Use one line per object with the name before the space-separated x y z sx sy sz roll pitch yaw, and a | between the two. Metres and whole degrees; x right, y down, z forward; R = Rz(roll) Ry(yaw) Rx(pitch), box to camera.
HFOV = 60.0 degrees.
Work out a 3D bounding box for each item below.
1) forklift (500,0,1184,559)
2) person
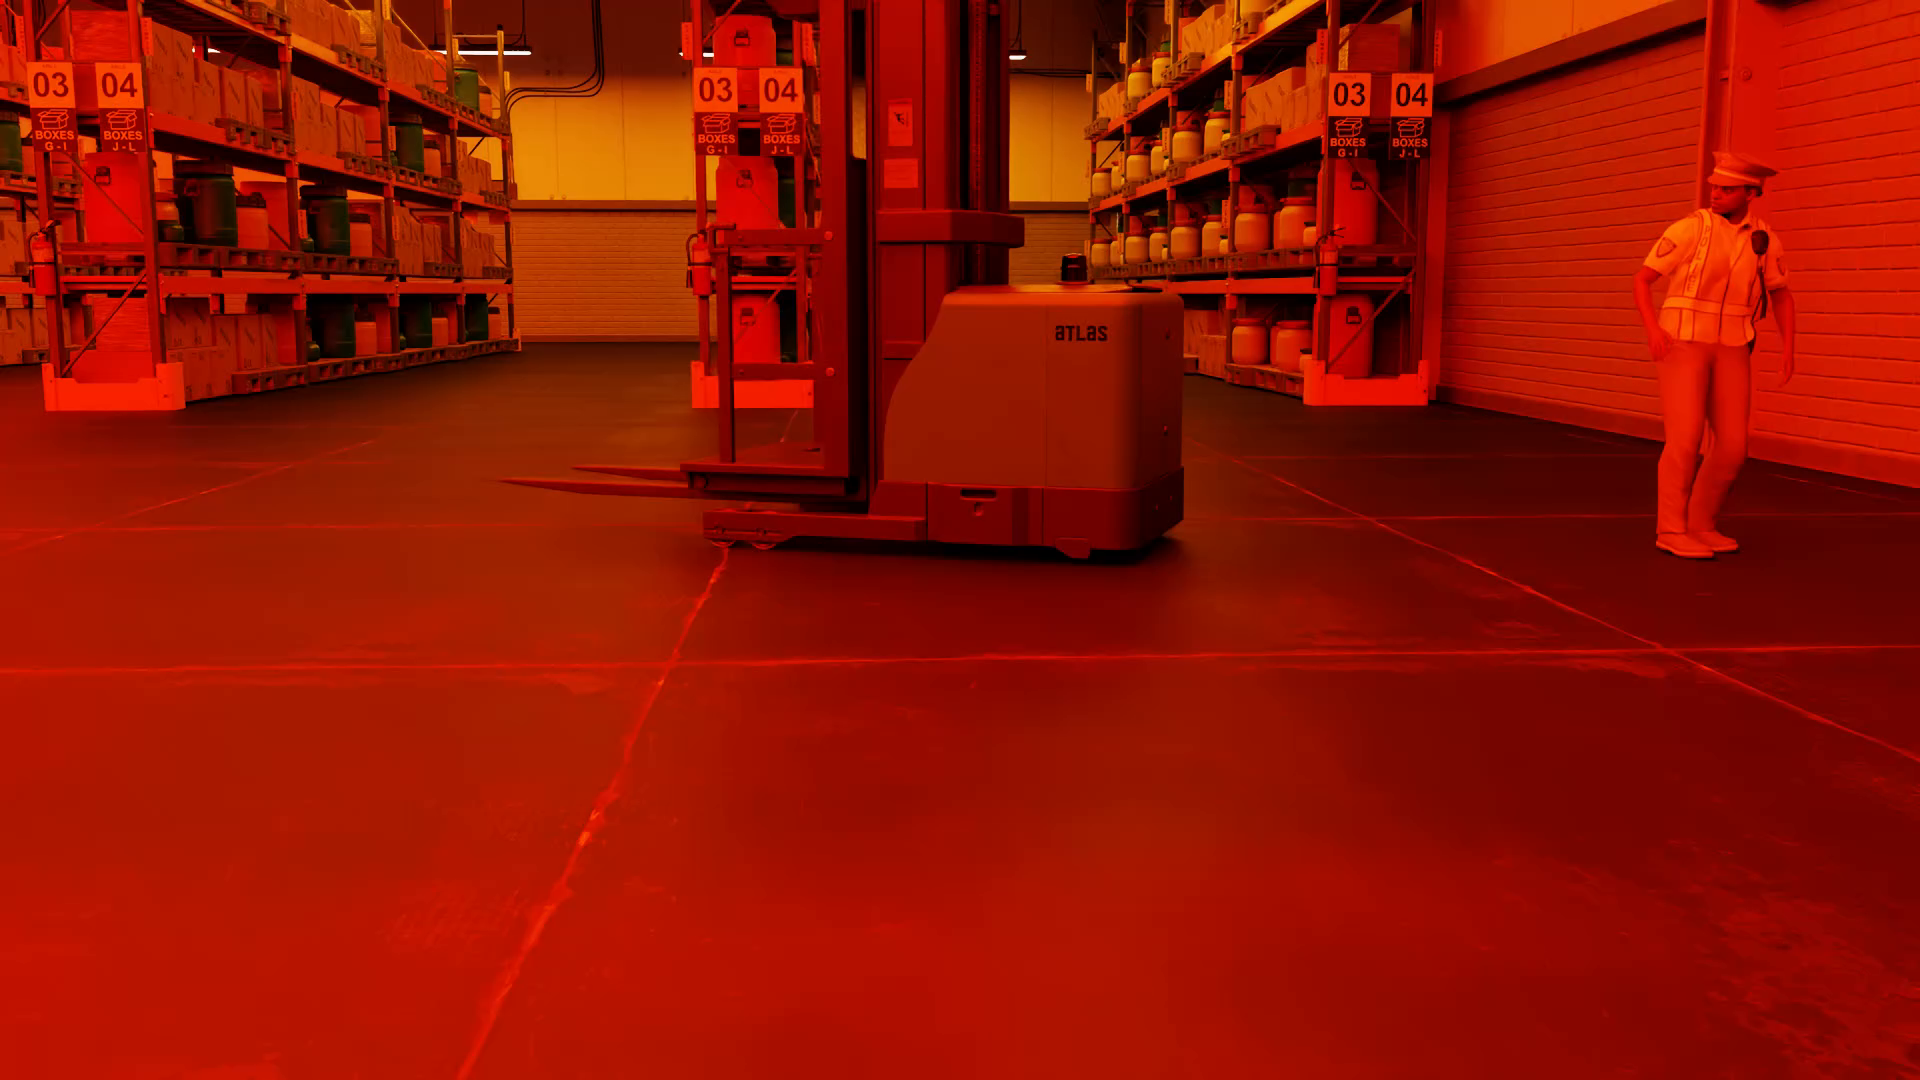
forklift | -0.578 -1.479 7.289 3.031 2.935 1.130 3 9 19
person | 3.146 -0.762 6.867 0.648 1.649 0.479 -1 8 -6
